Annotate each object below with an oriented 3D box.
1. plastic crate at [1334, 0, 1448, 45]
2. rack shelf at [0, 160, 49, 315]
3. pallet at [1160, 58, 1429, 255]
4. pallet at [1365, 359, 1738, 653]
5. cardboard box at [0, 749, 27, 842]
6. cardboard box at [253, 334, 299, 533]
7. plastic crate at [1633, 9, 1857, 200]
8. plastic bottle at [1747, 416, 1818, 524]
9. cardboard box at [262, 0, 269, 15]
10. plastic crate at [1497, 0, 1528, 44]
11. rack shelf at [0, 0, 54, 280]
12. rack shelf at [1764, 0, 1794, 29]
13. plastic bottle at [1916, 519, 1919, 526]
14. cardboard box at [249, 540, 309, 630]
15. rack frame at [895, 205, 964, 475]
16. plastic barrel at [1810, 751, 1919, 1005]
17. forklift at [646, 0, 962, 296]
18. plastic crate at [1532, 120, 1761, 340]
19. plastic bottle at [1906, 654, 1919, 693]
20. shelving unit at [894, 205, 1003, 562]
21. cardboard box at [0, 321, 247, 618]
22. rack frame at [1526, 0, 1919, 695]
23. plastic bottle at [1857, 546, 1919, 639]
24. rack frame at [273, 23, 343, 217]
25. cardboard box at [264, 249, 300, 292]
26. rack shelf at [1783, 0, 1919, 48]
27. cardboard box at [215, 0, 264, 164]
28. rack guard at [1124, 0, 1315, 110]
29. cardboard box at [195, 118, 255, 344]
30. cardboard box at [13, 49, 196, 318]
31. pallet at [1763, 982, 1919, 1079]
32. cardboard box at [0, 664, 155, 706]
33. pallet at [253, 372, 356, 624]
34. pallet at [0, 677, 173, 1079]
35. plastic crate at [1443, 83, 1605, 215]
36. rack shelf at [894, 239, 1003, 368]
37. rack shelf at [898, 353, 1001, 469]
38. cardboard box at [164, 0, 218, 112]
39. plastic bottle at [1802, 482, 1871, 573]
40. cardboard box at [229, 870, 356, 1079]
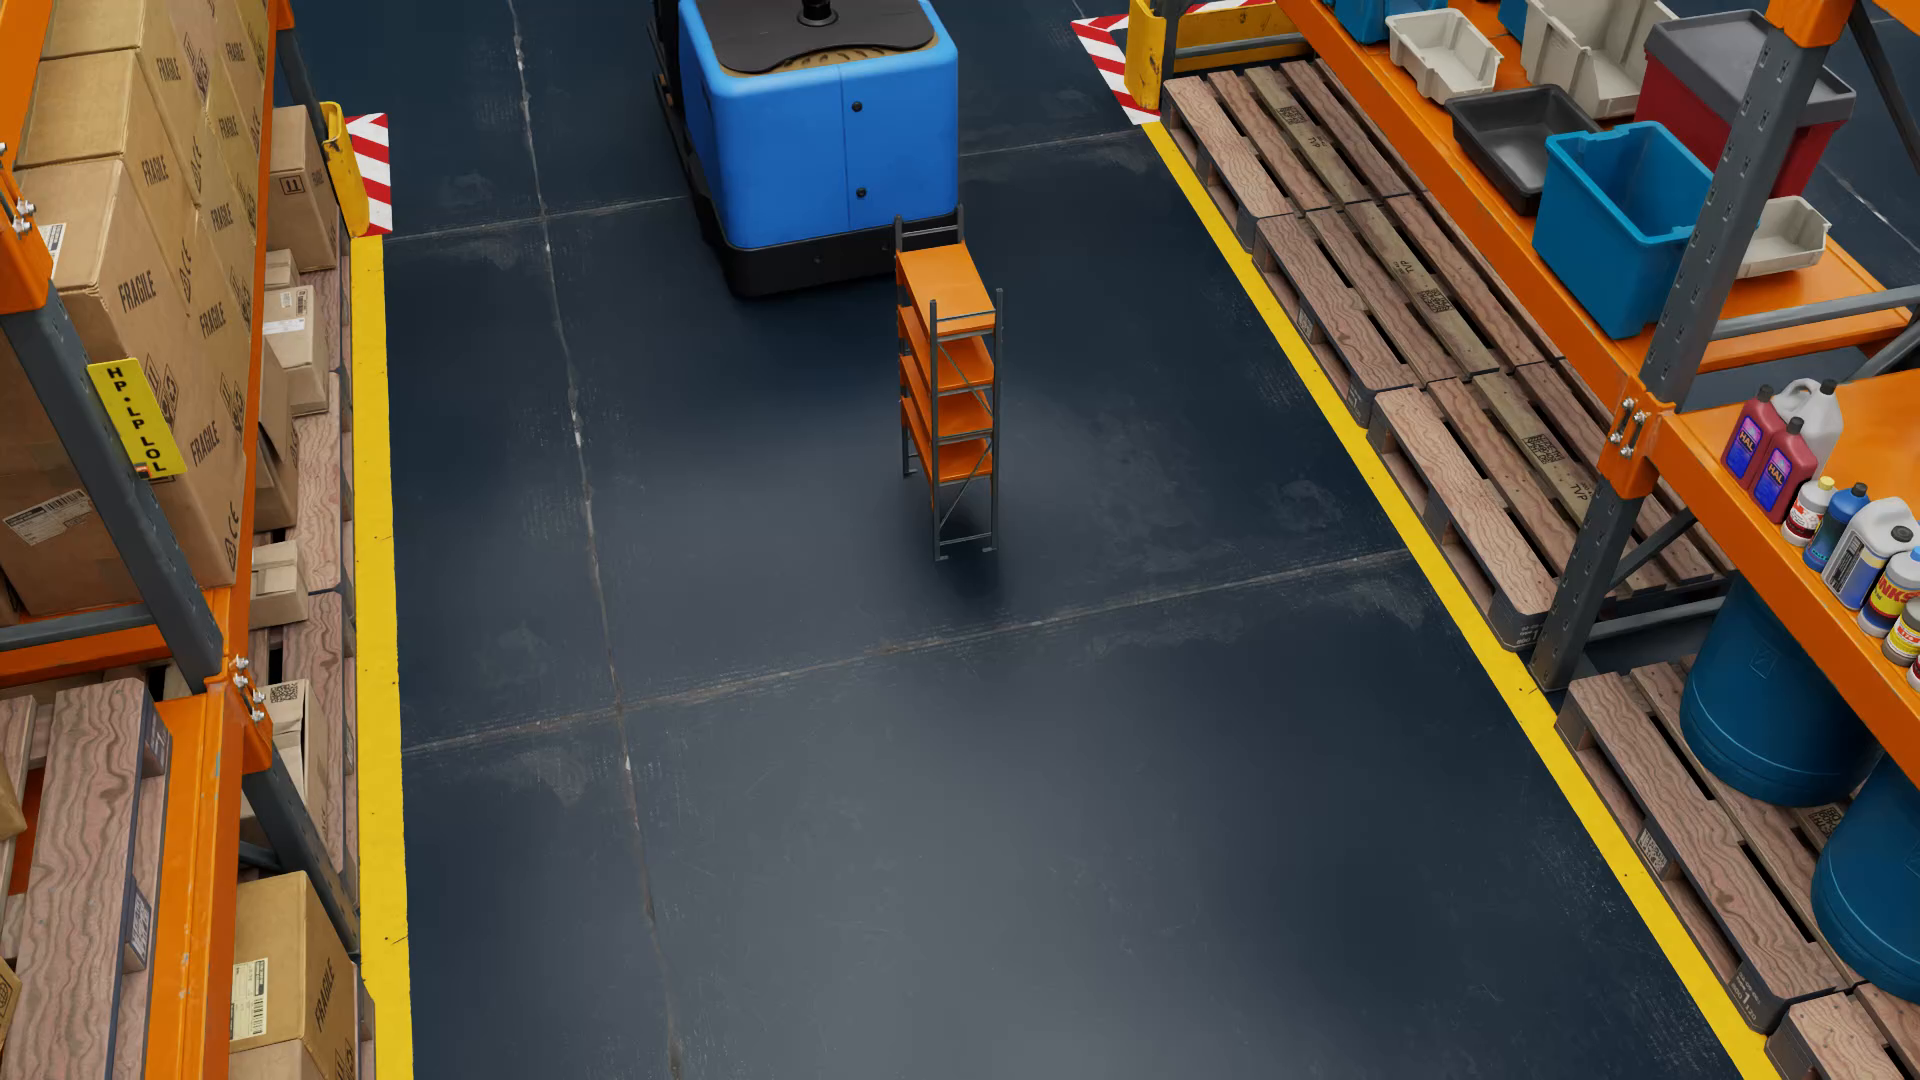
[{"bbox_3d":[1.614,-2.029,6.213,0.416,0.233,0.300,-11,47,-10],"label":"plastic crate"},{"bbox_3d":[-1.798,0.834,1.736,1.077,0.370,4.000,-11,47,-10],"label":"rack shelf"},{"bbox_3d":[1.629,-1.861,7.926,1.003,0.211,1.213,-11,47,-10],"label":"pallet"},{"bbox_3d":[2.254,-0.176,6.275,1.003,0.211,1.213,-11,47,-10],"label":"pallet"},{"bbox_3d":[-2.405,0.437,3.357,0.700,0.500,0.500,-26,51,-23],"label":"cardboard box"},{"bbox_3d":[-2.796,-0.325,5.908,0.797,0.503,0.637,-11,47,-10],"label":"cardboard box"},{"bbox_3d":[2.493,-1.358,5.393,0.402,0.464,0.583,-11,47,-10],"label":"plastic crate"},{"bbox_3d":[2.195,-0.188,4.416,0.061,0.283,0.133,-11,47,-10],"label":"plastic bottle"},{"bbox_3d":[-2.956,-2.286,6.320,0.500,0.500,0.500,-9,46,-9],"label":"cardboard box"},{"bbox_3d":[2.229,-2.005,6.190,0.416,0.233,0.300,-11,47,-10],"label":"plastic crate"},{"bbox_3d":[-2.822,-1.928,4.442,1.077,0.370,4.000,-11,47,-10],"label":"rack shelf"},{"bbox_3d":[1.968,-2.831,5.327,1.077,0.370,4.000,-11,47,-10],"label":"rack shelf"},{"bbox_3d":[2.439,0.024,4.266,0.097,0.201,0.097,0,46,0],"label":"plastic bottle"},{"bbox_3d":[-2.439,0.164,5.665,0.380,0.166,0.250,-11,47,-10],"label":"cardboard box"},{"bbox_3d":[-0.105,-0.703,6.099,0.240,1.200,0.015,-11,47,-10],"label":"rack frame"},{"bbox_3d":[2.784,0.803,4.538,0.600,0.901,0.708,-11,47,-10],"label":"plastic barrel"},{"bbox_3d":[-0.909,-3.152,7.287,1.130,2.935,3.031,-12,47,-12],"label":"forklift"},{"bbox_3d":[2.030,-0.927,5.028,0.392,0.384,0.575,-11,47,-10],"label":"plastic crate"},{"bbox_3d":[2.377,0.279,4.015,0.097,0.201,0.097,0,46,0],"label":"plastic bottle"},{"bbox_3d":[-0.042,-0.534,5.933,0.258,1.200,0.503,-11,47,-10],"label":"shelving unit"},{"bbox_3d":[-2.177,-0.186,4.262,0.500,0.500,0.500,-10,46,-9],"label":"cardboard box"},{"bbox_3d":[2.480,-0.652,4.789,1.000,3.000,0.127,-11,47,-10],"label":"rack frame"},{"bbox_3d":[2.327,0.120,4.122,0.097,0.271,0.097,0,46,0],"label":"plastic bottle"},{"bbox_3d":[-3.334,-2.510,6.610,1.000,3.000,0.127,-11,47,-10],"label":"rack frame"},{"bbox_3d":[-2.940,-1.046,6.851,0.380,0.166,0.250,-11,47,-10],"label":"cardboard box"},{"bbox_3d":[2.992,-0.069,2.621,1.077,0.370,4.000,-11,47,-10],"label":"rack shelf"},{"bbox_3d":[-2.697,-1.583,5.631,0.500,0.500,0.500,-10,46,-10],"label":"cardboard box"},{"bbox_3d":[1.437,-2.553,8.402,1.175,0.500,0.348,-11,47,-10],"label":"rack guard"},{"bbox_3d":[-2.437,-0.884,4.946,0.500,0.500,0.500,-11,47,-11],"label":"cardboard box"},{"bbox_3d":[-2.291,-0.867,4.229,0.500,0.500,0.500,-12,47,-12],"label":"cardboard box"},{"bbox_3d":[2.953,1.708,4.428,1.003,0.211,1.213,-11,47,-10],"label":"pallet"},{"bbox_3d":[-2.730,0.631,4.974,0.500,0.500,0.500,-11,47,-10],"label":"cardboard box"},{"bbox_3d":[-2.800,-0.091,6.192,1.003,0.211,1.213,-11,47,-10],"label":"pallet"},{"bbox_3d":[-2.211,0.890,3.412,1.003,0.211,1.213,-11,47,-10],"label":"pallet"},{"bbox_3d":[1.933,-1.300,5.575,0.437,0.125,0.590,-11,47,-10],"label":"plastic crate"},{"bbox_3d":[-0.042,-0.809,5.653,0.258,0.148,0.480,-11,47,-10],"label":"rack shelf"},{"bbox_3d":[-0.042,-0.487,5.982,0.258,0.148,0.480,-11,47,-10],"label":"rack shelf"},{"bbox_3d":[-2.555,-1.578,4.926,0.500,0.500,0.500,-9,46,-9],"label":"cardboard box"},{"bbox_3d":[2.267,-0.040,4.279,0.097,0.271,0.097,0,46,0],"label":"plastic bottle"},{"bbox_3d":[-1.906,1.260,4.357,0.500,0.500,0.500,-11,47,-11],"label":"cardboard box"}]
